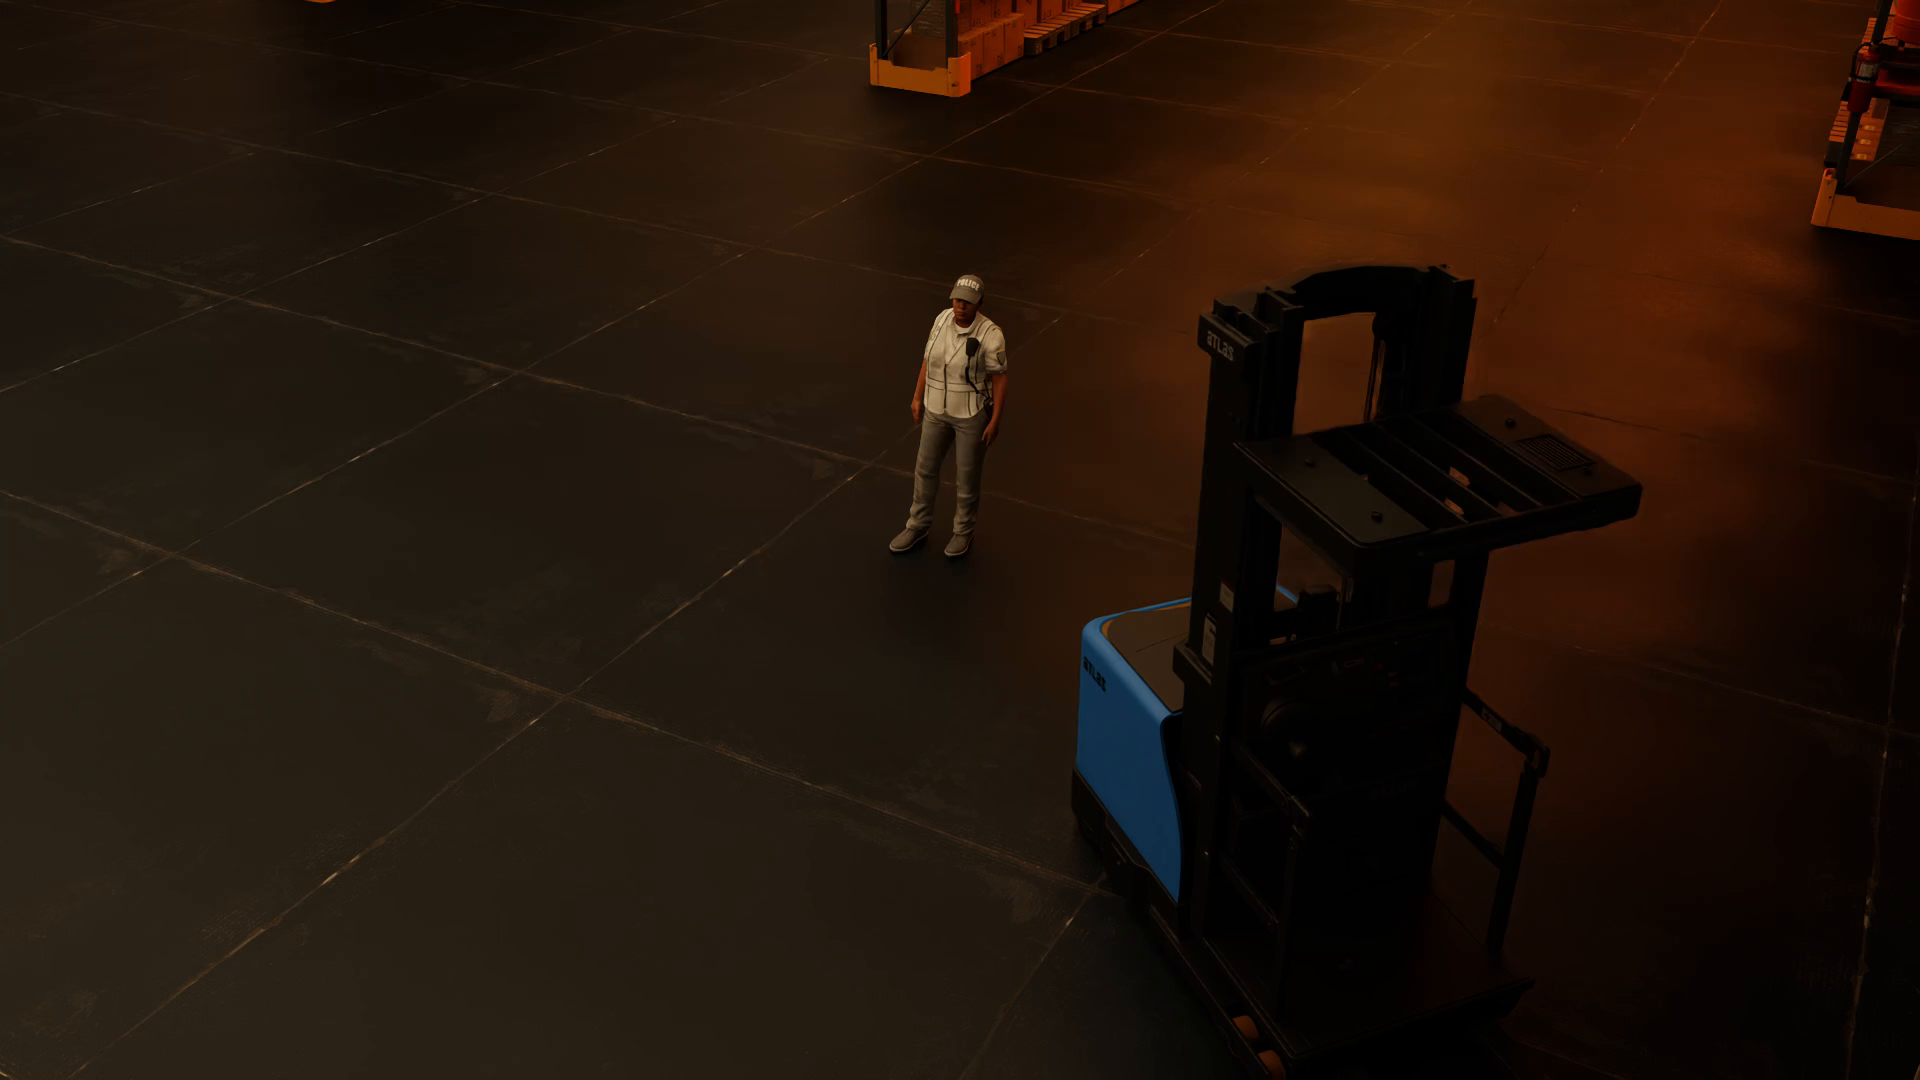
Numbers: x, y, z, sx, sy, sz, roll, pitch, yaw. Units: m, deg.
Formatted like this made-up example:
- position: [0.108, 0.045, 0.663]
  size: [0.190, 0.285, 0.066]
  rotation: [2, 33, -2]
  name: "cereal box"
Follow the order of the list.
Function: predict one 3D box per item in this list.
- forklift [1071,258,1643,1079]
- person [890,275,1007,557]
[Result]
- position: [1.534, 0.604, 6.025]
  size: [1.130, 2.935, 3.031]
  rotation: [-11, 32, -19]
  name: "forklift"
- position: [-0.057, -0.700, 9.534]
  size: [0.599, 1.670, 0.529]
  rotation: [15, 33, 25]
  name: "person"
